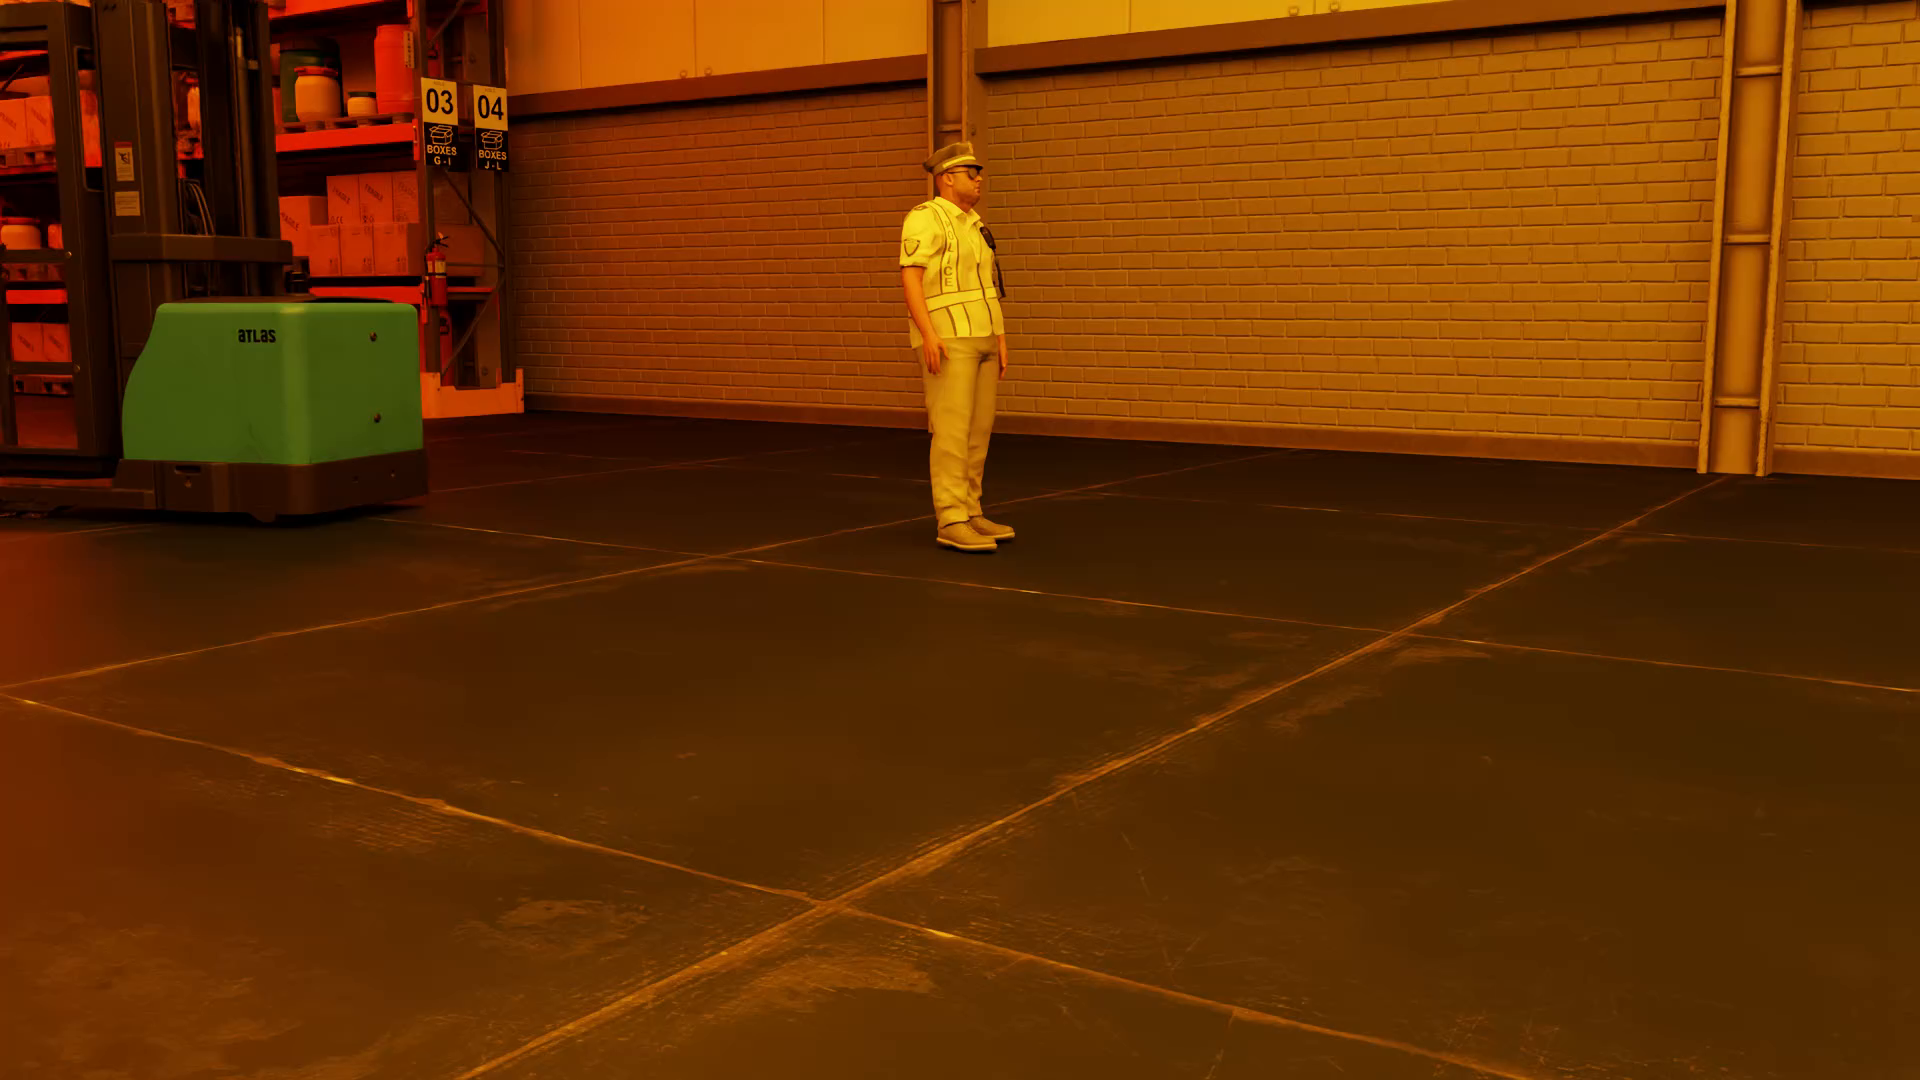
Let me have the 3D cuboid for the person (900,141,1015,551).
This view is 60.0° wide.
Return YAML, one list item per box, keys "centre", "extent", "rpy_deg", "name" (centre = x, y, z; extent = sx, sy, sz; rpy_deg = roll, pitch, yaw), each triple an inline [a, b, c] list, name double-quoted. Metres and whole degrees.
- centre: [0.057, -0.882, 7.424]
  extent: [0.575, 1.781, 0.640]
  rpy_deg: [5, 10, 34]
  name: "person"

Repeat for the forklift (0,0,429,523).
- centre: [-4.396, -1.627, 8.638]
  extent: [3.031, 2.935, 1.130]
  rpy_deg: [2, 8, 17]
  name: "forklift"
